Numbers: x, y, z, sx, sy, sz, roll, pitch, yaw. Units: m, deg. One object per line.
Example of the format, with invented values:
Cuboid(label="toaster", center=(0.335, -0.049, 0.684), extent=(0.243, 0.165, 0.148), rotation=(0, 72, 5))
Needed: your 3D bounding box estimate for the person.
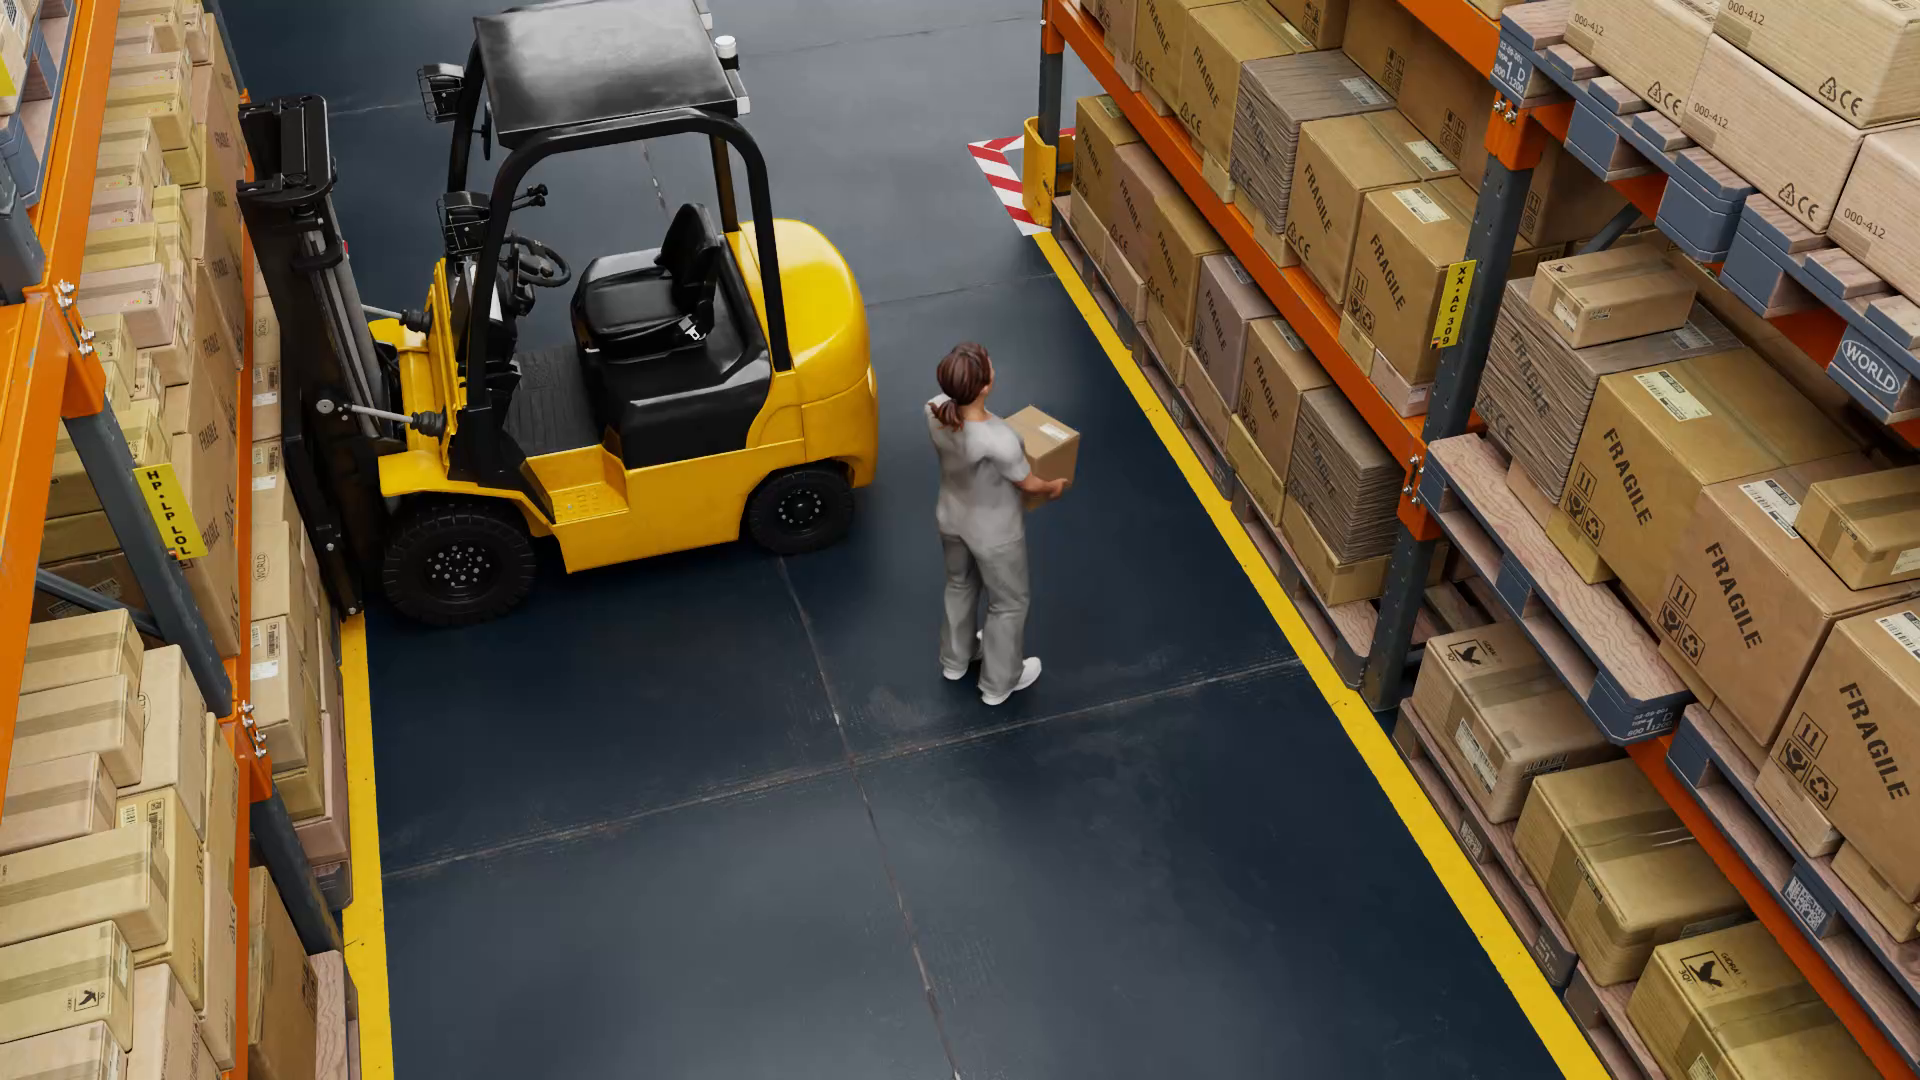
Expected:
Cuboid(label="person", center=(0.118, -0.095, 6.267), extent=(0.444, 1.671, 0.551), rotation=(32, 51, 30))
